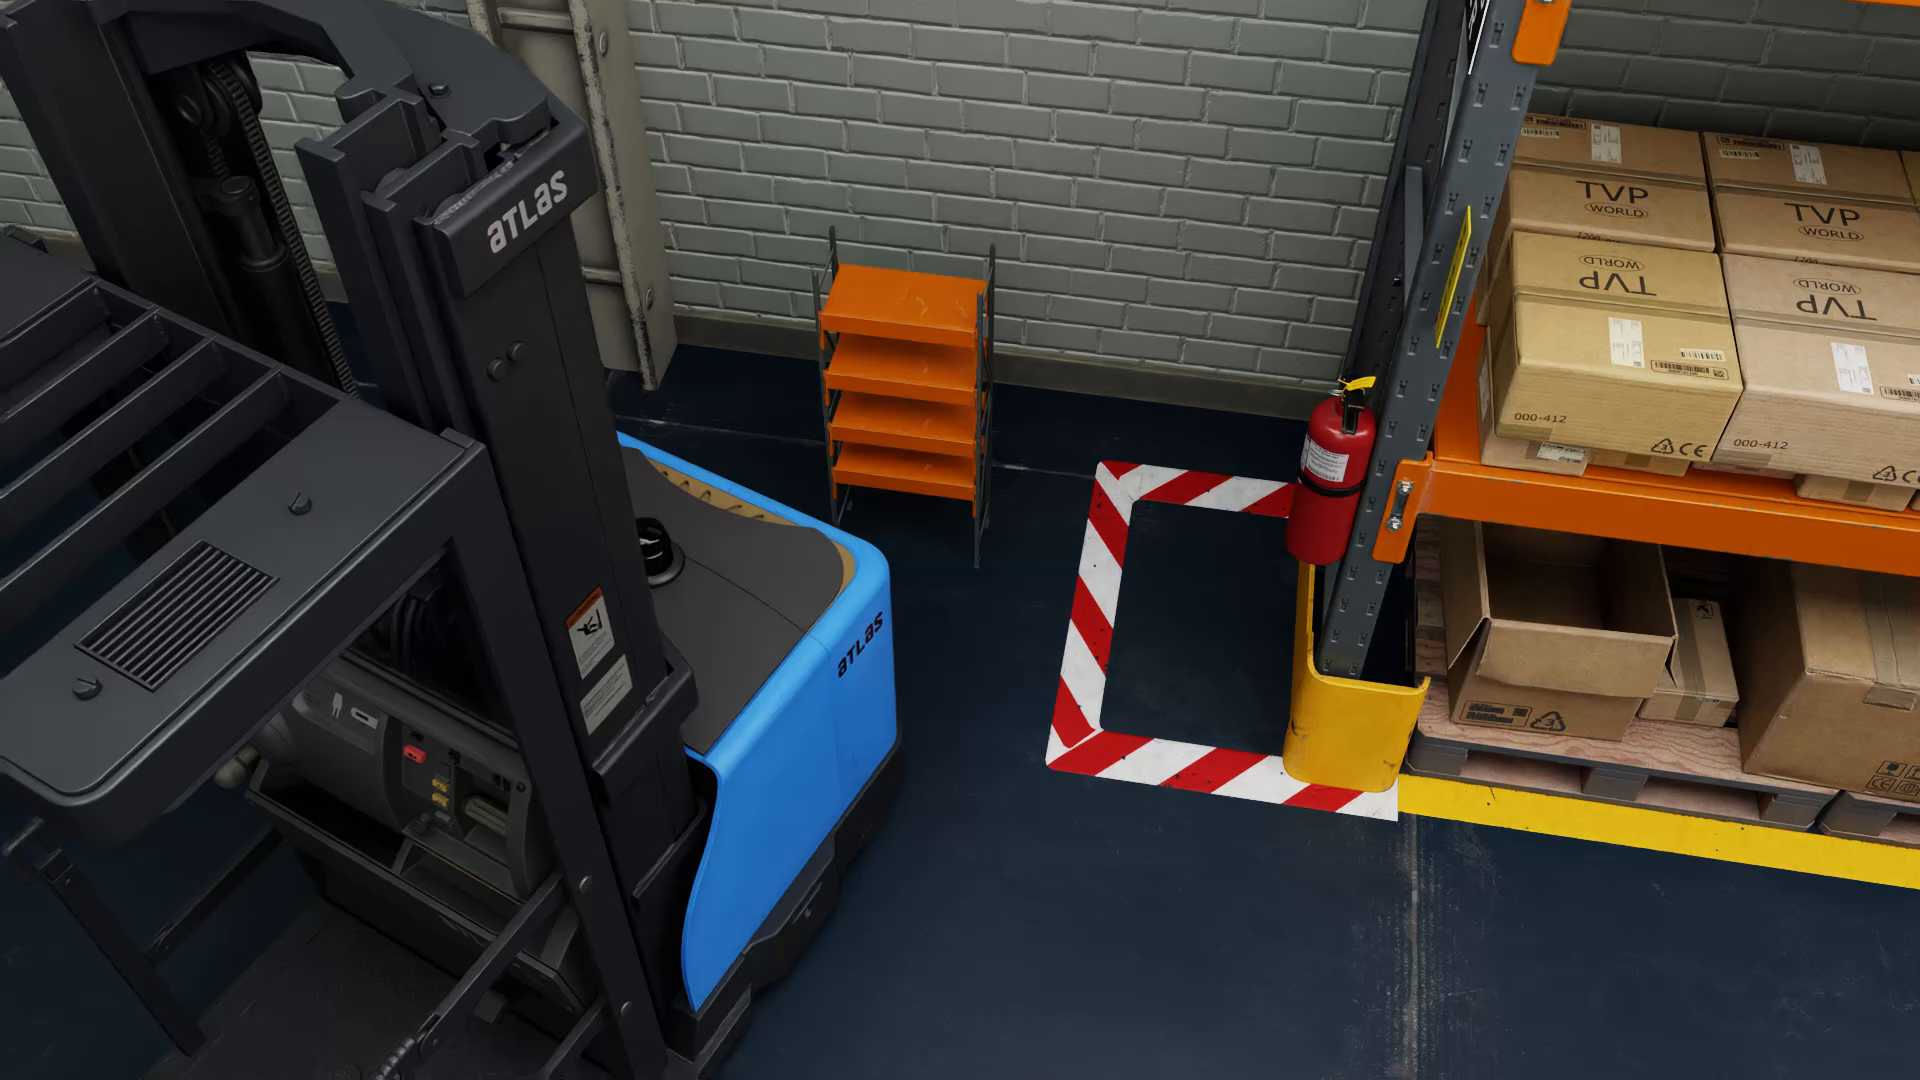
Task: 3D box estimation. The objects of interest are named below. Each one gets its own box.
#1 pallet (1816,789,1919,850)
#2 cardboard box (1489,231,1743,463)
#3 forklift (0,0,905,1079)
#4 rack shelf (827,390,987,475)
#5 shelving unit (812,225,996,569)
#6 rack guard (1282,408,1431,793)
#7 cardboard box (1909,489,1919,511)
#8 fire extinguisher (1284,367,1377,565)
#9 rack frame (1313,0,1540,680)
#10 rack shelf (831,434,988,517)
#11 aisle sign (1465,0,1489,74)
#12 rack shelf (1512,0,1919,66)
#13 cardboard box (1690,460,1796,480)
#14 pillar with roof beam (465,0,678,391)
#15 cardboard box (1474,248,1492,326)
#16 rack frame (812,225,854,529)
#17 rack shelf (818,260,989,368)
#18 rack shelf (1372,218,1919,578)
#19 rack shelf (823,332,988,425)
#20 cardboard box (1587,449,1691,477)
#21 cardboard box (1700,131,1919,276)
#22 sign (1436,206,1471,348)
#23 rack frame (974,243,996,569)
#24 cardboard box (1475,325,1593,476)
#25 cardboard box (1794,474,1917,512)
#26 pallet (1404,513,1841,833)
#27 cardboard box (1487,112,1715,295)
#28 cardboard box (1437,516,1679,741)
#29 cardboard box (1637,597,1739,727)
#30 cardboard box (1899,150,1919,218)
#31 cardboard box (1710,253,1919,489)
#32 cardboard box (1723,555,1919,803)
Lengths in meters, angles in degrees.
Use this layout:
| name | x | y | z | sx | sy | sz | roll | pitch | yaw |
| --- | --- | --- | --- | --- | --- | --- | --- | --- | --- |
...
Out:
| name | x | y | z | sx | sy | sz | roll | pitch | yaw |
| --- | --- | --- | --- | --- | --- | --- | --- | --- | --- |
| pallet | 3.240 | 0.524 | 5.138 | 1.213 | 0.211 | 1.003 | 8 | 49 | 7 |
| cardboard box | 1.582 | -0.478 | 4.064 | 0.500 | 0.250 | 0.500 | 8 | 49 | 7 |
| forklift | -1.345 | 0.534 | 3.299 | 1.130 | 2.935 | 3.031 | 23 | 52 | 20 |
| rack shelf | -0.163 | -0.378 | 5.373 | 0.480 | 0.148 | 0.258 | 8 | 49 | 7 |
| shelving unit | -0.163 | -0.423 | 5.323 | 0.503 | 1.200 | 0.258 | 8 | 49 | 7 |
| rack guard | 1.259 | 0.159 | 5.271 | 0.348 | 0.500 | 1.175 | 8 | 49 | 7 |
| cardboard box | 2.482 | -0.239 | 4.117 | 0.250 | 0.149 | 0.380 | 8 | 49 | 7 |
| fire extinguisher | 0.957 | -0.217 | 4.231 | 0.183 | 0.674 | 0.296 | 8 | 49 | 7 |
| rack frame | 1.184 | -0.686 | 4.350 | 0.127 | 3.000 | 1.000 | 8 | 49 | 7 |
| rack shelf | -0.163 | -0.245 | 5.521 | 0.480 | 0.148 | 0.258 | 8 | 49 | 7 |
| aisle sign | 1.064 | -1.349 | 3.198 | 0.004 | 0.787 | 0.394 | 8 | 49 | 7 |
| rack shelf | 3.152 | -1.184 | 3.264 | 4.000 | 0.370 | 1.077 | 8 | 49 | 7 |
| cardboard box | 1.982 | -0.349 | 4.216 | 0.250 | 0.149 | 0.380 | 7 | 48 | 6 |
| pillar with roof beam | -2.075 | -0.557 | 0.200 | 0.400 | 9.000 | 9.100 | 8 | 49 | 7 |
| cardboard box | 1.558 | -0.755 | 4.581 | 0.250 | 0.149 | 0.380 | 7 | 48 | 6 |
| rack frame | -0.403 | -0.455 | 5.352 | 0.015 | 1.200 | 0.240 | 8 | 49 | 7 |
| rack shelf | -0.163 | -0.686 | 5.031 | 0.480 | 0.148 | 0.258 | 8 | 49 | 7 |
| rack shelf | 3.152 | -0.181 | 4.380 | 4.000 | 0.370 | 1.077 | 8 | 49 | 7 |
| rack shelf | -0.163 | -0.527 | 5.207 | 0.480 | 0.148 | 0.258 | 8 | 49 | 7 |
| cardboard box | 1.717 | -0.358 | 4.224 | 0.250 | 0.149 | 0.380 | 9 | 49 | 8 |
| cardboard box | 2.191 | -0.800 | 4.353 | 0.500 | 0.250 | 0.500 | 8 | 49 | 7 |
| sign | 1.087 | -0.578 | 3.671 | 0.005 | 0.325 | 0.100 | 8 | 49 | 7 |
| rack frame | 0.077 | -0.391 | 5.294 | 0.015 | 1.200 | 0.240 | 8 | 49 | 7 |
| cardboard box | 1.459 | -0.358 | 4.224 | 0.250 | 0.149 | 0.380 | 7 | 48 | 7 |
| cardboard box | 2.220 | -0.270 | 4.145 | 0.250 | 0.149 | 0.380 | 9 | 49 | 8 |
| pallet | 2.043 | 0.361 | 5.284 | 1.213 | 0.211 | 1.003 | 8 | 49 | 7 |
| cardboard box | 1.684 | -0.869 | 4.415 | 0.500 | 0.250 | 0.500 | 9 | 49 | 8 |
| cardboard box | 1.769 | 0.158 | 4.987 | 0.637 | 0.503 | 0.797 | 6 | 48 | 5 |
| cardboard box | 2.180 | 0.361 | 5.043 | 0.250 | 0.149 | 0.380 | 6 | 48 | 5 |
| cardboard box | 2.677 | -0.731 | 4.291 | 0.500 | 0.250 | 0.500 | 9 | 49 | 8 |
| cardboard box | 2.079 | -0.412 | 4.004 | 0.500 | 0.250 | 0.500 | 8 | 49 | 7 |
| cardboard box | 2.603 | 0.301 | 4.861 | 0.500 | 0.500 | 0.700 | 9 | 49 | 8 |
